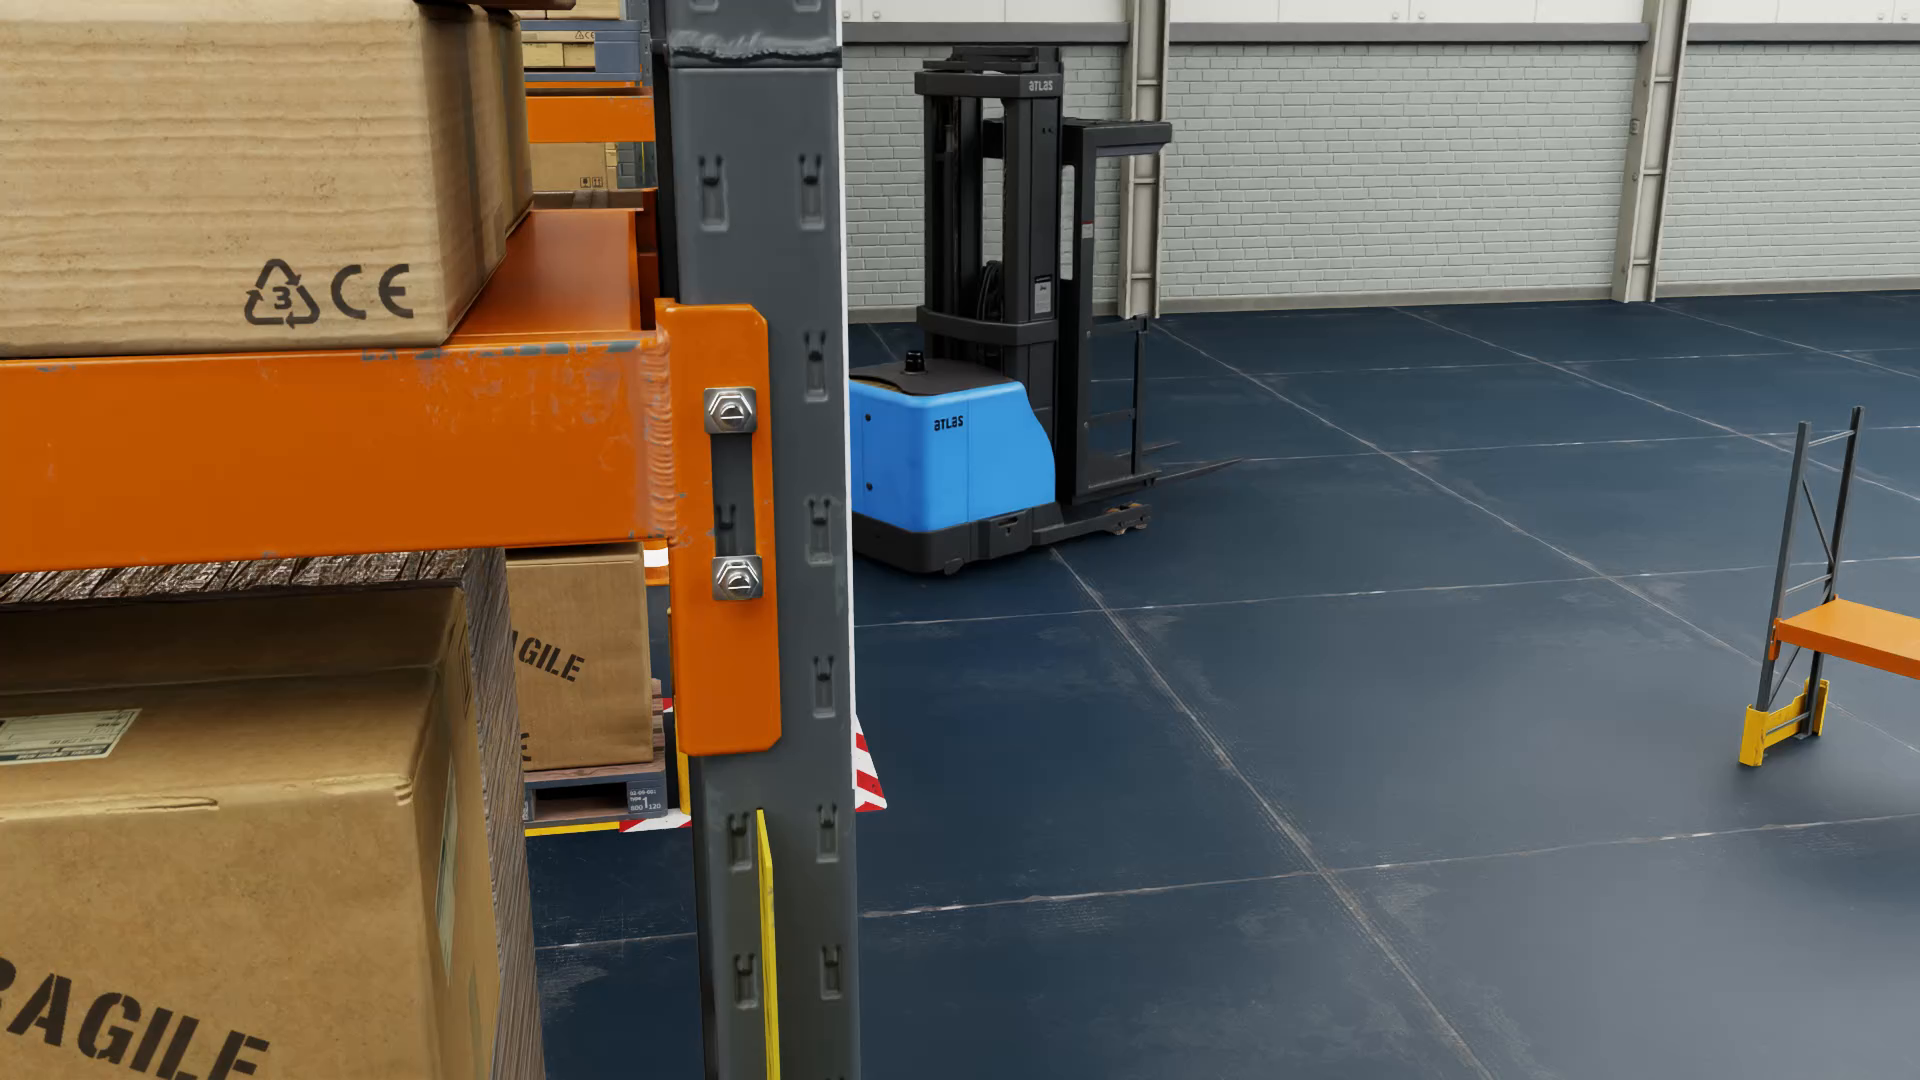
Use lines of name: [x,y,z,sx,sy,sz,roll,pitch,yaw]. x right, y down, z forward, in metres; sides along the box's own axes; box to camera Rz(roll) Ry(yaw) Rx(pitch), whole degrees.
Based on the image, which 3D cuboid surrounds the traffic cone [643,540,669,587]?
traffic cone: [-1.758,-0.008,9.549,0.334,0.463,0.336,-3,17,-10]

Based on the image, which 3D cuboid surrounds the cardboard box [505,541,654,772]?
cardboard box: [-1.740,0.376,6.883,0.875,0.875,0.875,-3,17,-10]

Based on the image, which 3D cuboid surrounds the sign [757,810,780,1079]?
sign: [-0.160,0.396,1.403,0.005,0.325,0.100,-3,17,-10]

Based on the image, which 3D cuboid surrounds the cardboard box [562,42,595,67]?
cardboard box: [-2.423,-3.131,10.715,0.250,0.149,0.380,-3,17,-10]

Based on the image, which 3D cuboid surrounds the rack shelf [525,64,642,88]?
rack shelf: [-4.089,-2.896,10.748,4.000,0.370,1.077,-3,17,-10]

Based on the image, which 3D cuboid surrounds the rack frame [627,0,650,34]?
rack frame: [-2.125,-4.785,10.565,0.127,3.000,1.000,-3,17,-10]

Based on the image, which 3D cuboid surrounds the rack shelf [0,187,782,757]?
rack shelf: [-2.209,-0.039,1.447,4.000,0.370,1.077,-3,17,-10]

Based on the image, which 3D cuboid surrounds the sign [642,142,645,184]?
sign: [-2.040,-2.461,10.704,0.005,0.325,0.100,-3,17,-10]

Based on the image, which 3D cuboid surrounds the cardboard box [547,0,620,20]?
cardboard box: [-1.349,-1.942,5.960,0.250,0.149,0.380,-3,17,-11]

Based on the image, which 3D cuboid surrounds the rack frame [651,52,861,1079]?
rack frame: [-0.245,0.939,2.144,0.127,3.000,1.000,-3,17,-10]

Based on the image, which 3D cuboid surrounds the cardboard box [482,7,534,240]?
cardboard box: [-0.767,-0.470,1.881,0.500,0.250,0.500,-3,17,-9]

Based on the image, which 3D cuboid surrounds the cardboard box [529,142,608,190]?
cardboard box: [-2.585,-2.494,10.943,0.500,0.500,0.700,-4,17,-12]

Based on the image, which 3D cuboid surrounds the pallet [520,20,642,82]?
pallet: [-1.813,-1.843,6.246,1.213,0.211,1.003,-3,17,-10]

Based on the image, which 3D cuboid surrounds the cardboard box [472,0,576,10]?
cardboard box: [-0.560,-0.665,1.834,0.250,0.149,0.380,-3,17,-11]

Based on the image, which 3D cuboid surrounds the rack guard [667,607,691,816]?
rack guard: [-1.063,0.698,7.189,0.348,0.500,1.175,-3,17,-10]

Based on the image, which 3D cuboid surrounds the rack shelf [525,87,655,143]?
rack shelf: [-3.051,-1.475,6.120,4.000,0.370,1.077,-3,17,-10]

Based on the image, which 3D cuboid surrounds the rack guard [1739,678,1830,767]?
rack guard: [3.621,0.795,7.299,0.587,0.250,0.087,-13,21,-36]

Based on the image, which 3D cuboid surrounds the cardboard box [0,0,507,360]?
cardboard box: [-0.670,-0.323,1.400,0.500,0.250,0.500,-3,17,-9]

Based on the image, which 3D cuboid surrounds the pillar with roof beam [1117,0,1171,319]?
pillar with roof beam: [2.783,-5.530,12.990,0.400,9.000,9.100,-3,17,-10]

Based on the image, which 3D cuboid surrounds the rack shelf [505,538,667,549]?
rack shelf: [-3.051,-0.041,6.561,4.000,0.370,1.077,-3,17,-10]

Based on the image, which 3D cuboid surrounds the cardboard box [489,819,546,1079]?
cardboard box: [-0.791,0.772,2.012,0.500,0.500,0.875,-3,17,-10]

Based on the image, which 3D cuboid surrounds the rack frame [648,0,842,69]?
rack frame: [-0.245,-1.928,1.263,0.127,3.000,1.000,-3,17,-10]

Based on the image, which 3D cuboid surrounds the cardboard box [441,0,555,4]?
cardboard box: [-0.459,-0.508,1.324,0.250,0.149,0.380,-3,17,-10]

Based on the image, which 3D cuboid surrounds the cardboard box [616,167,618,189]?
cardboard box: [-3.610,-3.448,16.260,0.500,0.500,0.500,-3,17,-9]

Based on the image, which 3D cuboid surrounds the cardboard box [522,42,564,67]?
cardboard box: [-2.661,-3.107,10.639,0.250,0.149,0.380,-3,17,-10]

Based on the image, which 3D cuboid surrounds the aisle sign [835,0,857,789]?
aisle sign: [-0.128,-0.220,1.492,0.004,0.787,0.394,-3,17,-10]

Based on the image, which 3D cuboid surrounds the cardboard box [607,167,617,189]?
cardboard box: [-3.504,-3.293,15.753,0.500,0.500,0.500,-4,17,-12]

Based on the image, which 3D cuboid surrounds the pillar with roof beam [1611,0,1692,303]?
pillar with roof beam: [8.674,-5.864,14.078,0.400,9.000,9.100,-3,17,-10]

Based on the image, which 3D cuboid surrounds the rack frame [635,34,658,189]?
rack frame: [-2.125,-1.917,11.445,0.127,3.000,1.000,-3,17,-10]

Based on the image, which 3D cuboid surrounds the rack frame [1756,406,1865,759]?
rack frame: [3.620,0.197,7.117,0.500,1.500,0.032,-13,21,-36]

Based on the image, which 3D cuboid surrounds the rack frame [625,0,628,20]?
rack frame: [-3.071,-6.216,15.223,0.127,3.000,1.000,-3,17,-10]

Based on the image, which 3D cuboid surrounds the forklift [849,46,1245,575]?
forklift: [0.585,-1.536,10.320,3.031,2.935,1.130,-14,22,-38]

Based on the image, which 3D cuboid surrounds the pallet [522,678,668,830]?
pallet: [-1.857,0.904,7.009,1.213,0.211,1.003,-3,17,-10]

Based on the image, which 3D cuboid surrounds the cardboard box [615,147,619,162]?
cardboard box: [-3.453,-3.762,16.176,0.250,0.149,0.380,-4,17,-12]

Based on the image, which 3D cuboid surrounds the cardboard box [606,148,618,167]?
cardboard box: [-3.358,-3.606,15.668,0.250,0.149,0.380,-3,17,-10]

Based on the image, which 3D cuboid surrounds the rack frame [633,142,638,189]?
rack frame: [-3.071,-3.348,16.104,0.127,3.000,1.000,-3,17,-10]

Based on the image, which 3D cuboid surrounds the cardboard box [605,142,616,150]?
cardboard box: [-3.382,-3.767,15.687,0.250,0.149,0.380,-3,17,-10]

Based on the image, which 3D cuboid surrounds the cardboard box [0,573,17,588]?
cardboard box: [-1.329,0.249,2.011,0.500,0.500,0.500,-3,17,-10]

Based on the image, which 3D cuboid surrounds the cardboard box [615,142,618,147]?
cardboard box: [-3.441,-3.891,16.090,0.250,0.149,0.380,-4,17,-12]

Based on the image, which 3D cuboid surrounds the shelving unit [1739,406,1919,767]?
shelving unit: [3.924,0.313,6.738,0.587,1.500,1.083,-13,21,-36]

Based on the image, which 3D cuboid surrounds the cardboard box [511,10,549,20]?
cardboard box: [-1.597,-1.928,5.915,0.250,0.149,0.380,-3,17,-10]

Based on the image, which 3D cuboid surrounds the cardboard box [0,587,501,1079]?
cardboard box: [-0.738,0.373,1.607,0.500,0.500,0.500,-3,17,-10]

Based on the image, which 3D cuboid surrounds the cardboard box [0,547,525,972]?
cardboard box: [-0.837,0.224,2.095,0.500,0.500,0.500,-3,17,-10]

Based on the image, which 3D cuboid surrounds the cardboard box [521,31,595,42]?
cardboard box: [-2.577,-3.316,10.638,0.500,0.250,0.500,-3,17,-11]

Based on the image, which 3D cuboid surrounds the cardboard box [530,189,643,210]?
cardboard box: [-1.459,-1.074,6.606,0.550,0.550,0.875,-3,17,-10]

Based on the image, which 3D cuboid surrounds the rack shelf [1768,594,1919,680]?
rack shelf: [3.929,0.487,6.784,0.538,0.185,1.000,-13,21,-36]
